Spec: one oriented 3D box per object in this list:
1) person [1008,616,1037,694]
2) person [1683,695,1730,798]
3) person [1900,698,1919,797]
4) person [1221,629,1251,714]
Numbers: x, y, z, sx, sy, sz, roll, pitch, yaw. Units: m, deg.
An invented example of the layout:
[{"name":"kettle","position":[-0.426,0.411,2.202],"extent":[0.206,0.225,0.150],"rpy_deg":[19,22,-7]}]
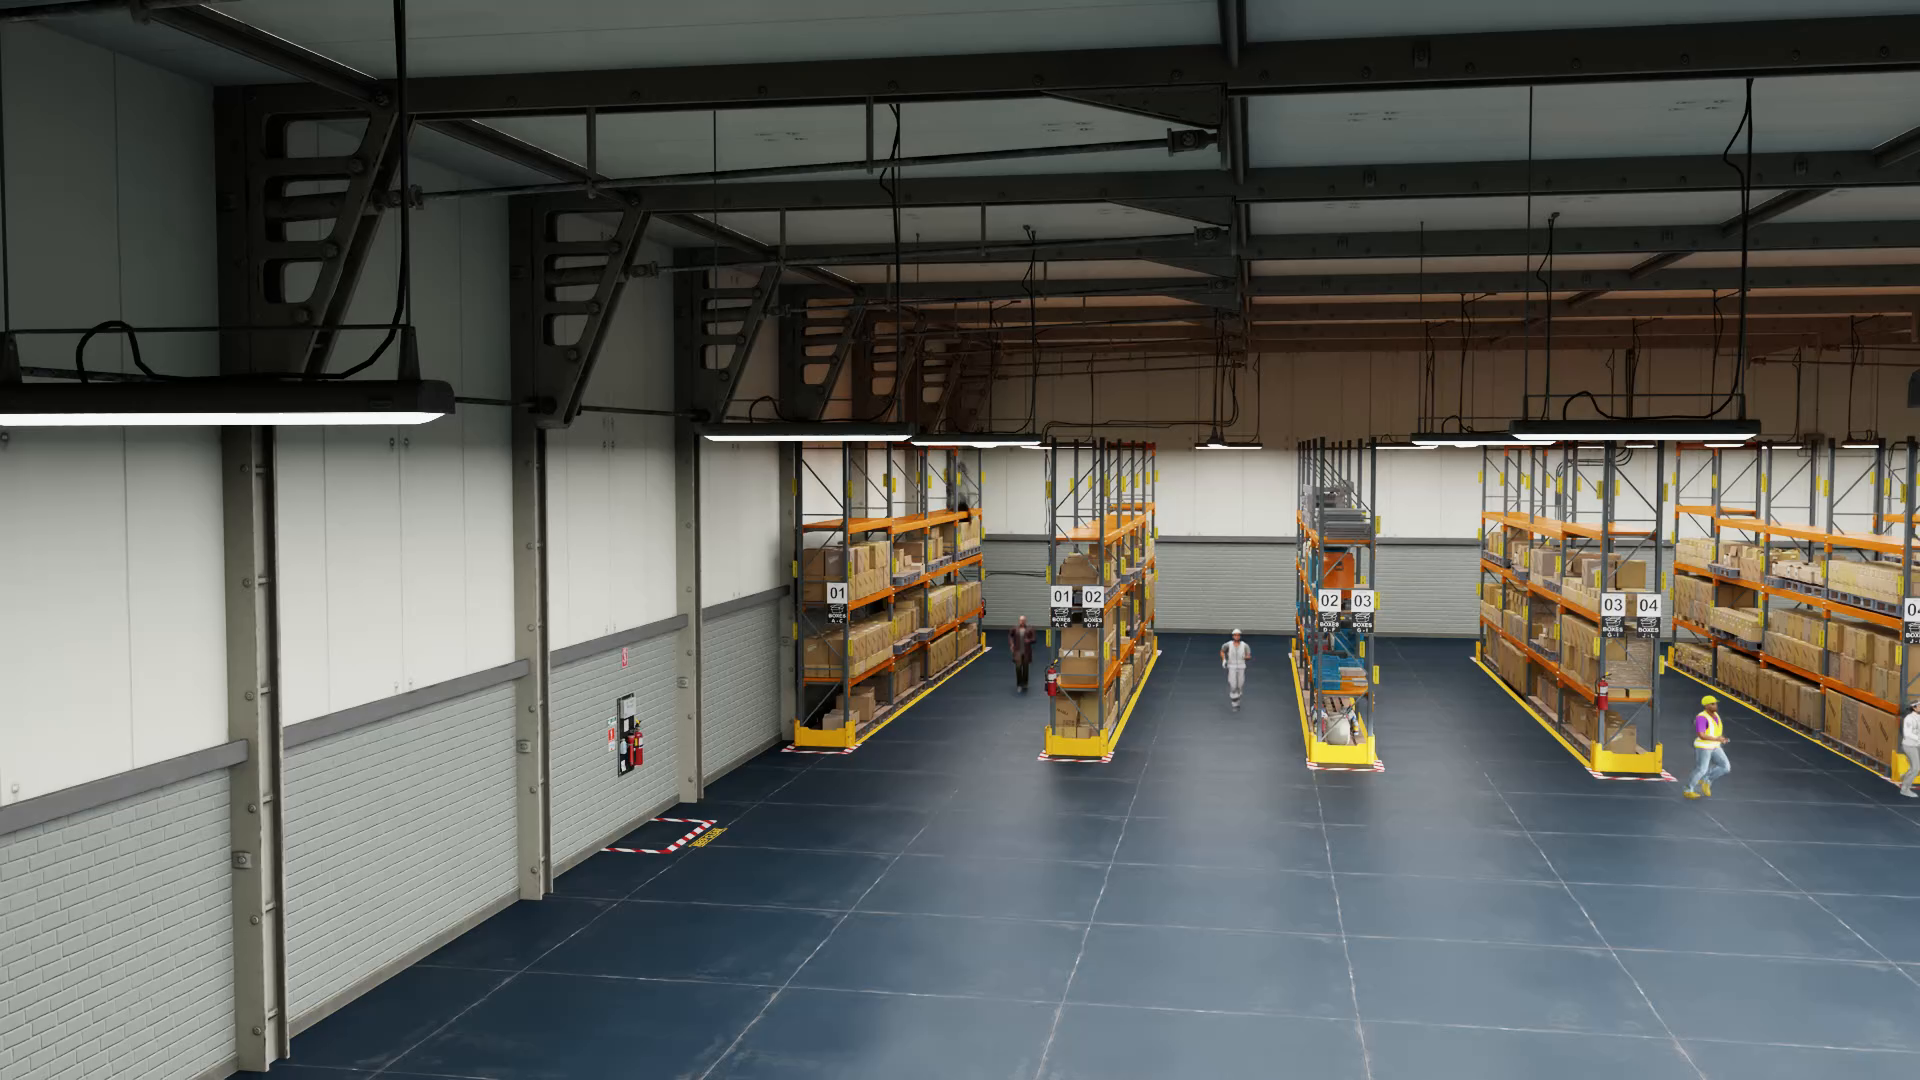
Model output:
[{"name":"person","position":[1.495,2.723,39.780],"extent":[0.694,1.823,0.876],"rpy_deg":[0,3,3]},{"name":"person","position":[12.306,3.395,27.280],"extent":[0.723,1.714,0.796],"rpy_deg":[-2,4,-33]},{"name":"person","position":[15.924,3.437,27.661],"extent":[0.662,1.660,0.575],"rpy_deg":[-2,4,-32]},{"name":"person","position":[6.107,2.875,36.733],"extent":[0.640,1.824,0.814],"rpy_deg":[0,3,2]}]
